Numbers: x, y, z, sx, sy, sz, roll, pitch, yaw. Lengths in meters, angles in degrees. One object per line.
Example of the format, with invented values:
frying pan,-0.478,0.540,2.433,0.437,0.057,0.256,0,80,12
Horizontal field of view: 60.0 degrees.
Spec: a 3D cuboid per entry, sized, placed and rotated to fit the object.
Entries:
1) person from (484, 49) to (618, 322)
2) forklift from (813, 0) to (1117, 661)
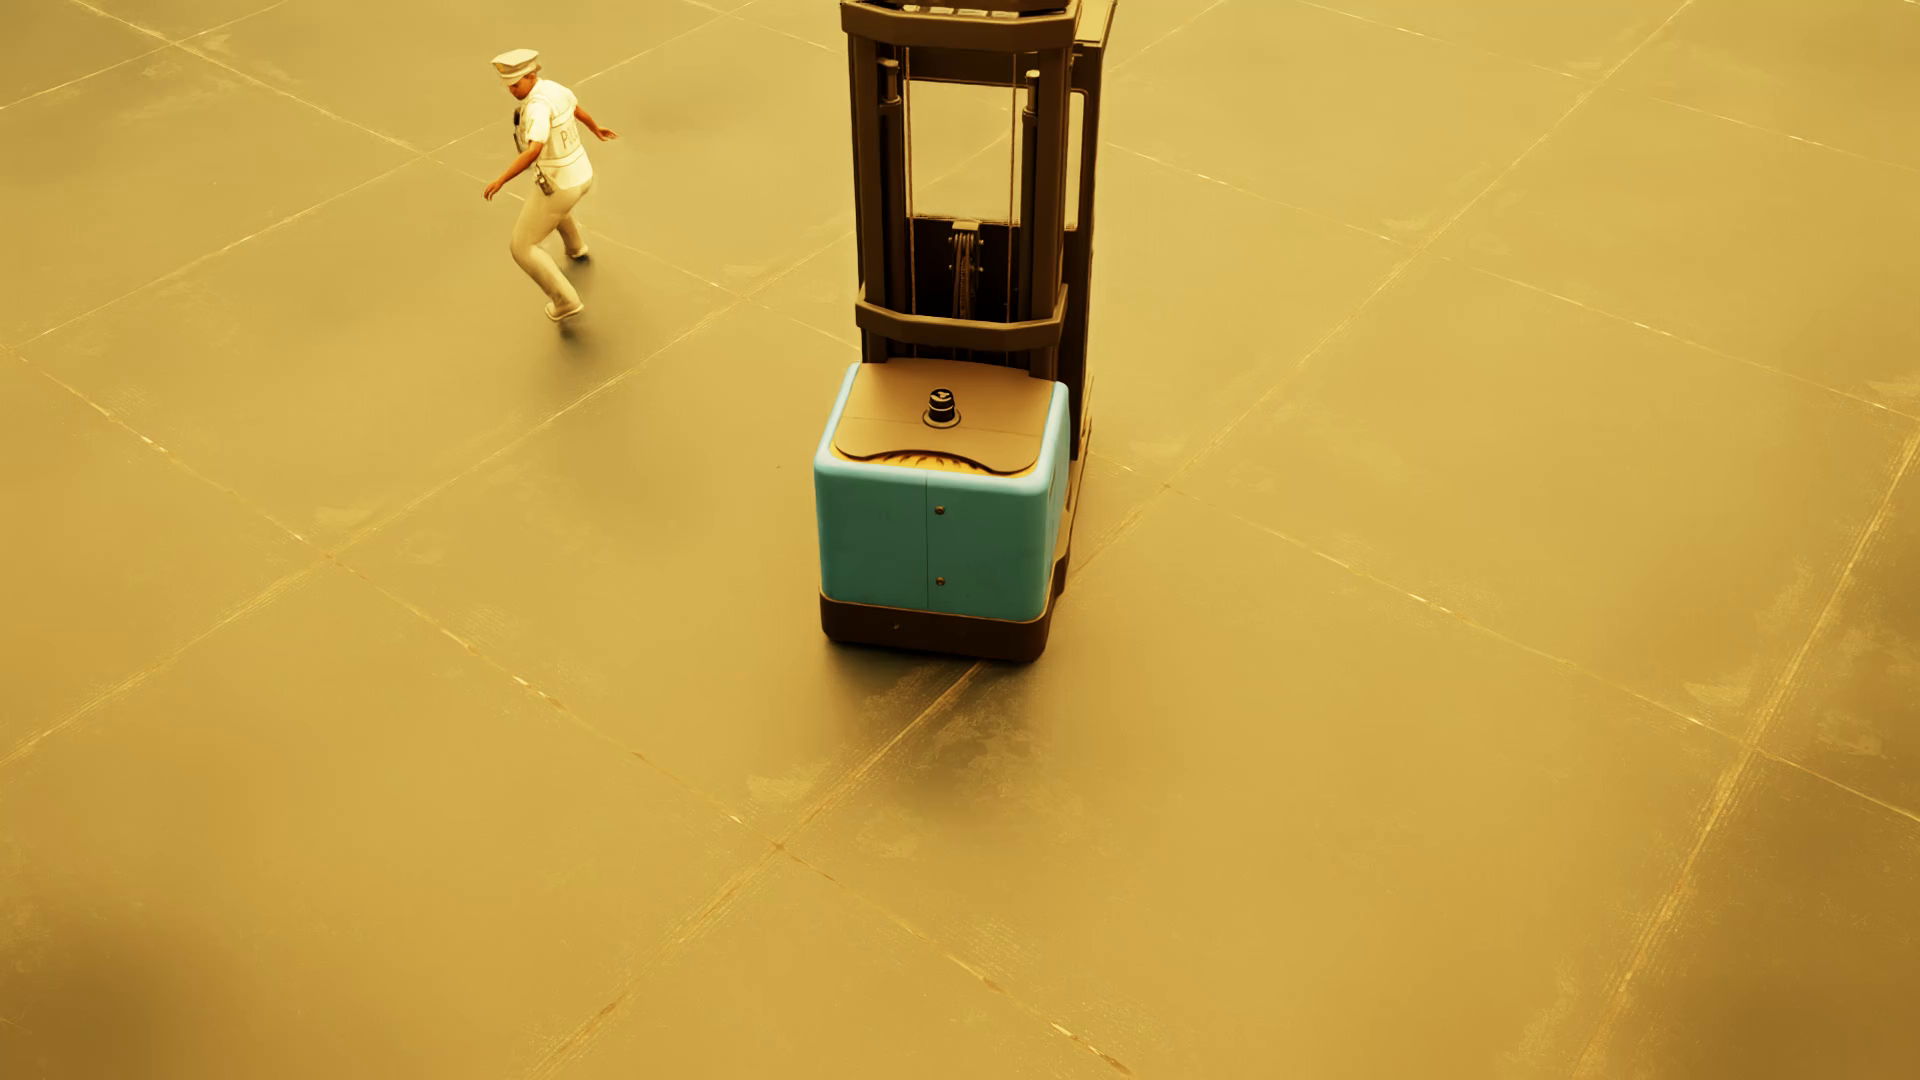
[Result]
person,-2.359,-2.110,9.710,0.529,1.577,1.106,6,41,7
forklift,0.105,-1.522,7.859,1.130,2.935,3.031,6,41,7
